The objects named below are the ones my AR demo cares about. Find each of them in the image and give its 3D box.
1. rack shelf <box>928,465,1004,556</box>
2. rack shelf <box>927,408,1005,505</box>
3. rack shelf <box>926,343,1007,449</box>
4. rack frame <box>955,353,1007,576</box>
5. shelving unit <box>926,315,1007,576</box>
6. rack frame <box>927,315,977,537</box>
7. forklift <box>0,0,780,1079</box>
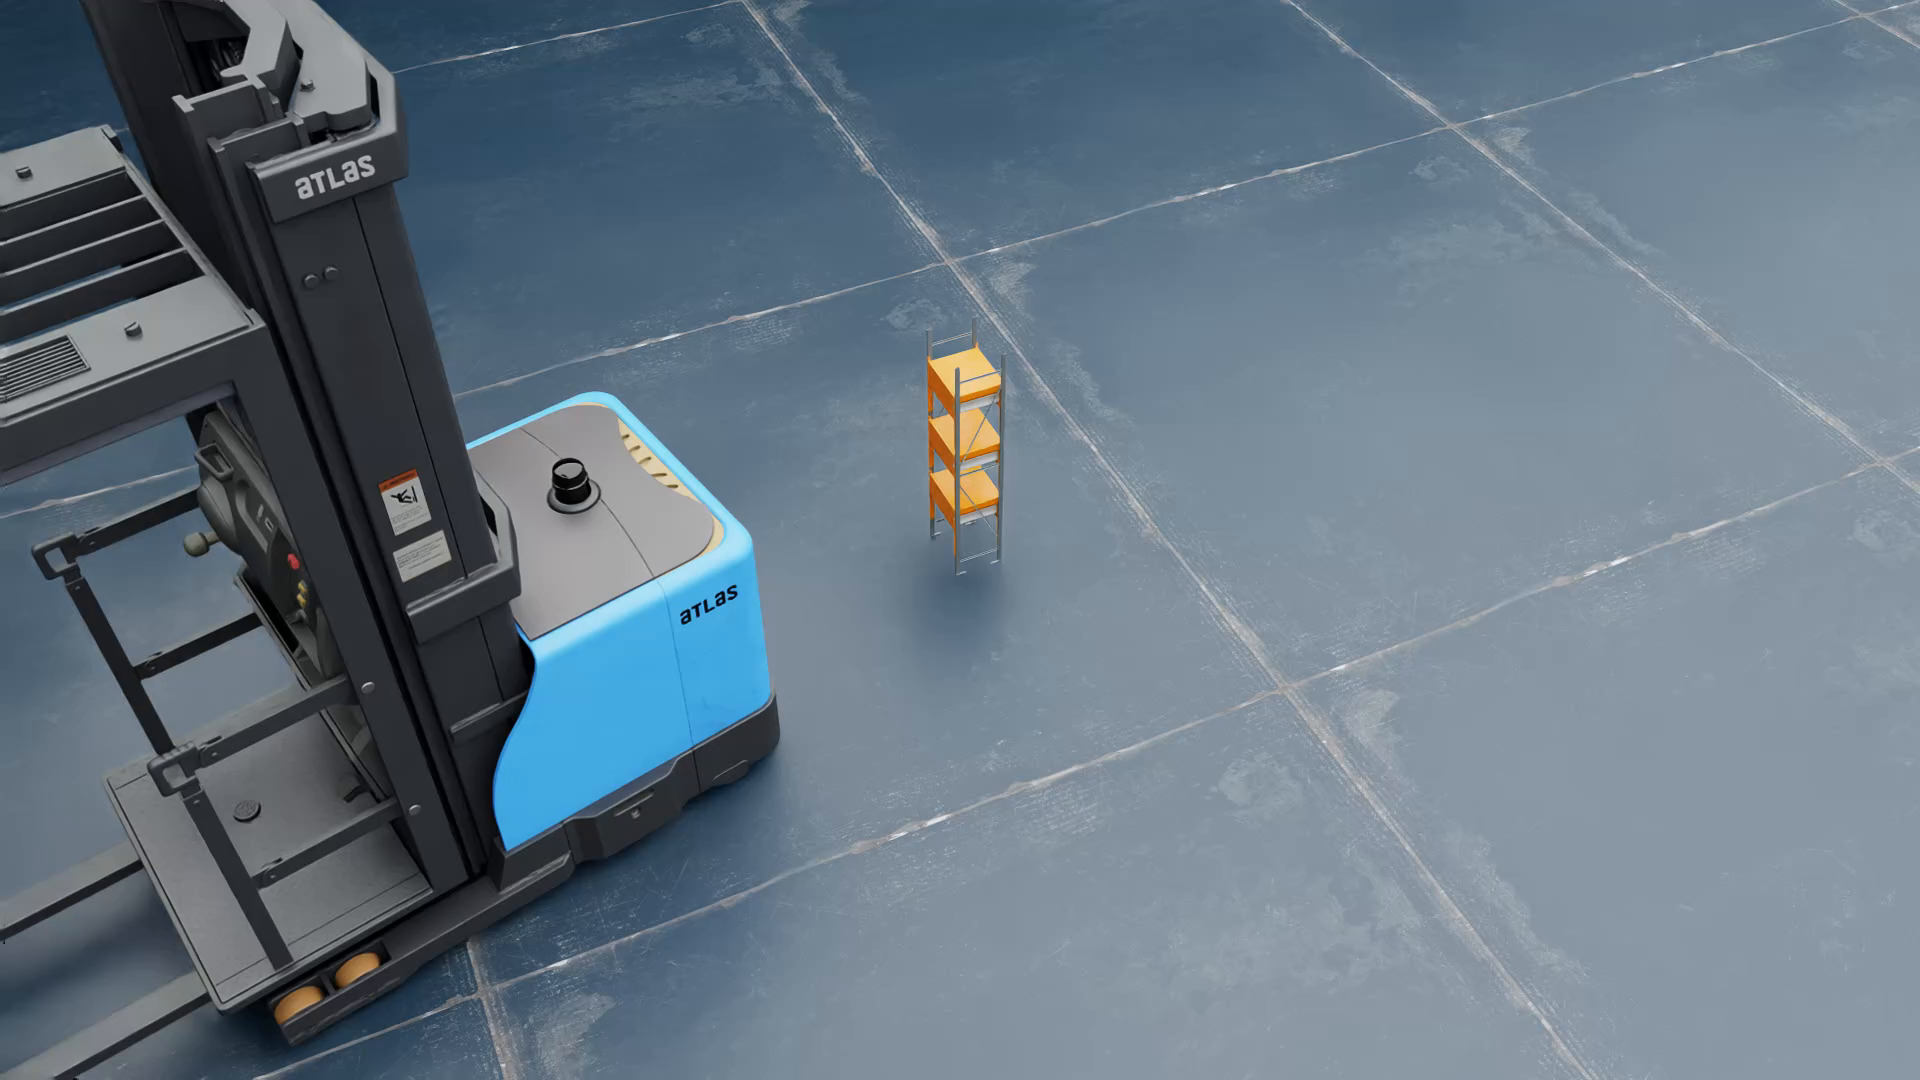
[{"bbox_3d":[0.022,-0.134,6.549,0.215,0.259,0.240,-18,47,-17],"label":"rack shelf"},{"bbox_3d":[0.022,-0.332,6.354,0.215,0.259,0.240,-18,47,-17],"label":"rack shelf"},{"bbox_3d":[0.022,-0.534,6.155,0.215,0.259,0.240,-18,47,-17],"label":"rack shelf"},{"bbox_3d":[0.074,-0.262,6.268,0.200,1.050,0.008,-18,47,-17],"label":"rack frame"},{"bbox_3d":[0.022,-0.340,6.347,0.215,1.050,0.252,-18,47,-17],"label":"shelving unit"},{"bbox_3d":[-0.029,-0.417,6.425,0.200,1.050,0.008,-18,47,-17],"label":"rack frame"},{"bbox_3d":[-2.116,0.083,4.579,3.031,2.935,1.130,-29,51,-26],"label":"forklift"}]
